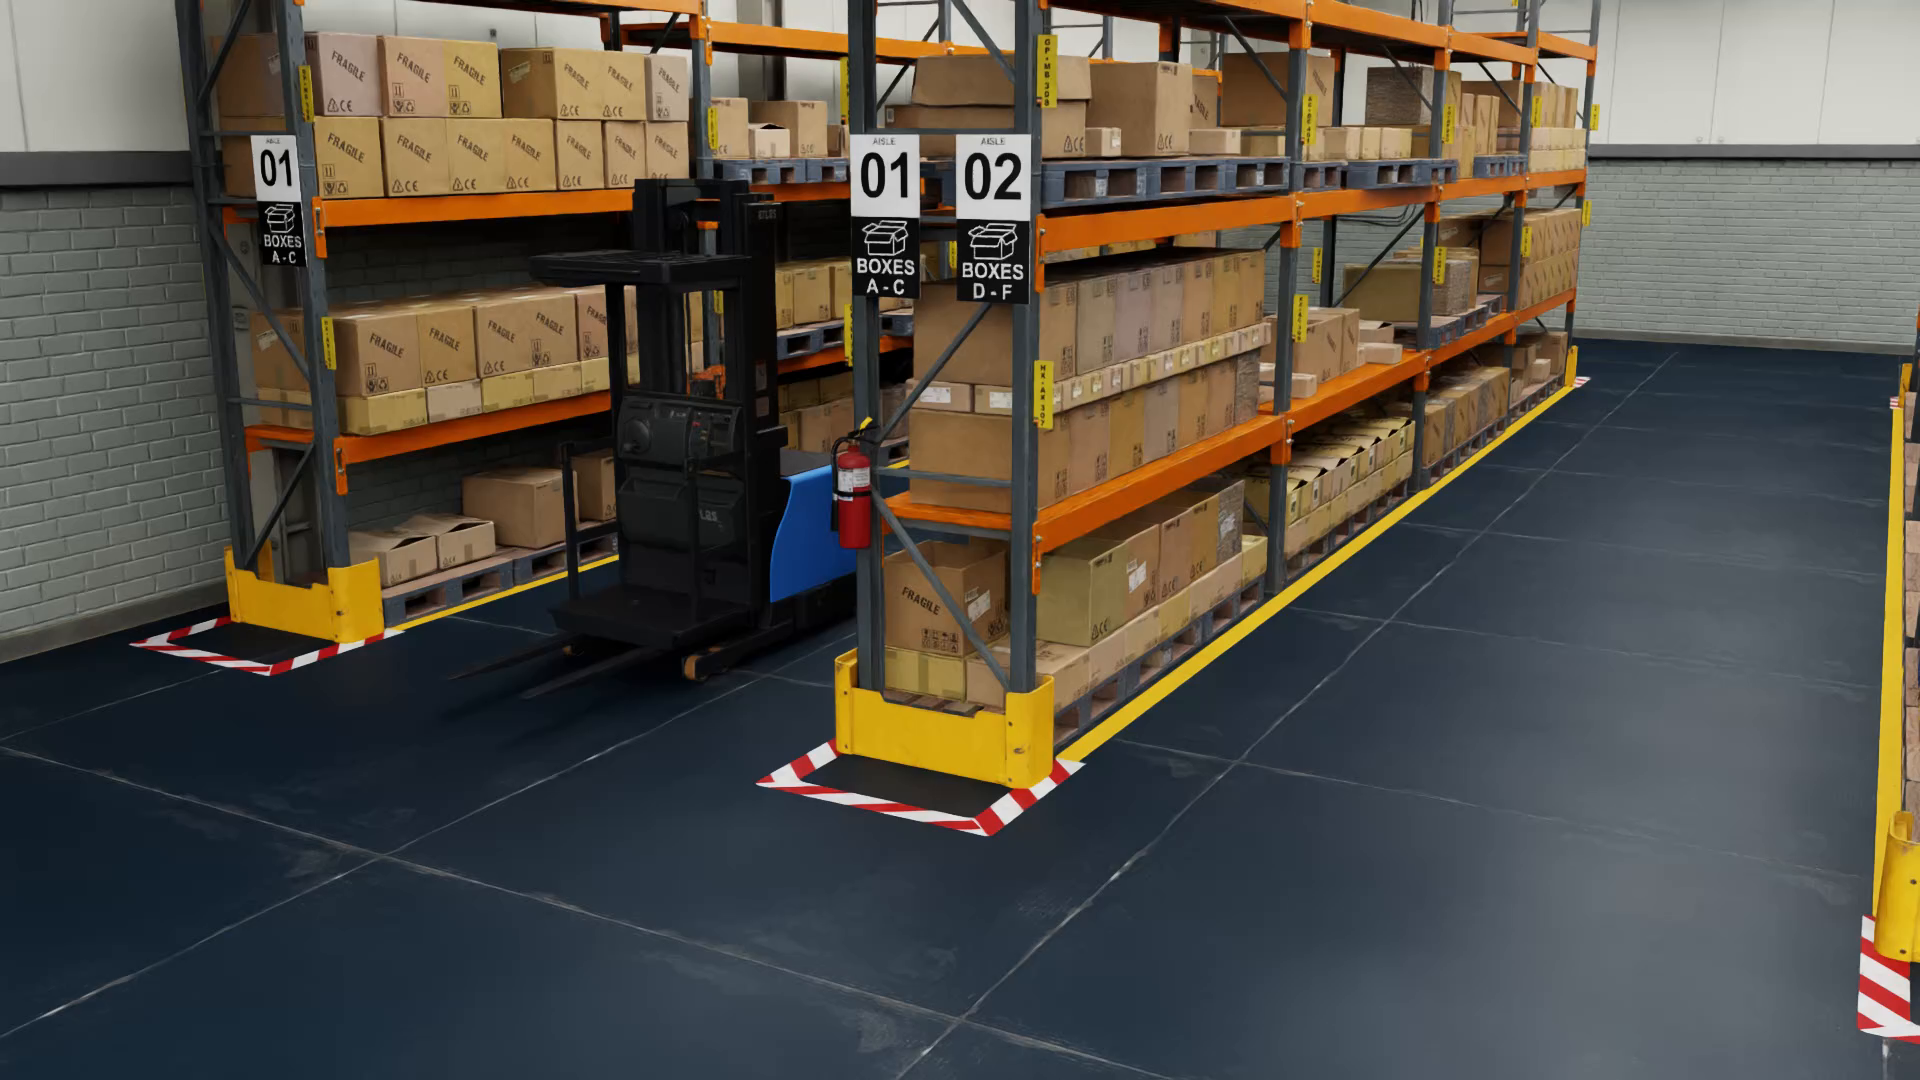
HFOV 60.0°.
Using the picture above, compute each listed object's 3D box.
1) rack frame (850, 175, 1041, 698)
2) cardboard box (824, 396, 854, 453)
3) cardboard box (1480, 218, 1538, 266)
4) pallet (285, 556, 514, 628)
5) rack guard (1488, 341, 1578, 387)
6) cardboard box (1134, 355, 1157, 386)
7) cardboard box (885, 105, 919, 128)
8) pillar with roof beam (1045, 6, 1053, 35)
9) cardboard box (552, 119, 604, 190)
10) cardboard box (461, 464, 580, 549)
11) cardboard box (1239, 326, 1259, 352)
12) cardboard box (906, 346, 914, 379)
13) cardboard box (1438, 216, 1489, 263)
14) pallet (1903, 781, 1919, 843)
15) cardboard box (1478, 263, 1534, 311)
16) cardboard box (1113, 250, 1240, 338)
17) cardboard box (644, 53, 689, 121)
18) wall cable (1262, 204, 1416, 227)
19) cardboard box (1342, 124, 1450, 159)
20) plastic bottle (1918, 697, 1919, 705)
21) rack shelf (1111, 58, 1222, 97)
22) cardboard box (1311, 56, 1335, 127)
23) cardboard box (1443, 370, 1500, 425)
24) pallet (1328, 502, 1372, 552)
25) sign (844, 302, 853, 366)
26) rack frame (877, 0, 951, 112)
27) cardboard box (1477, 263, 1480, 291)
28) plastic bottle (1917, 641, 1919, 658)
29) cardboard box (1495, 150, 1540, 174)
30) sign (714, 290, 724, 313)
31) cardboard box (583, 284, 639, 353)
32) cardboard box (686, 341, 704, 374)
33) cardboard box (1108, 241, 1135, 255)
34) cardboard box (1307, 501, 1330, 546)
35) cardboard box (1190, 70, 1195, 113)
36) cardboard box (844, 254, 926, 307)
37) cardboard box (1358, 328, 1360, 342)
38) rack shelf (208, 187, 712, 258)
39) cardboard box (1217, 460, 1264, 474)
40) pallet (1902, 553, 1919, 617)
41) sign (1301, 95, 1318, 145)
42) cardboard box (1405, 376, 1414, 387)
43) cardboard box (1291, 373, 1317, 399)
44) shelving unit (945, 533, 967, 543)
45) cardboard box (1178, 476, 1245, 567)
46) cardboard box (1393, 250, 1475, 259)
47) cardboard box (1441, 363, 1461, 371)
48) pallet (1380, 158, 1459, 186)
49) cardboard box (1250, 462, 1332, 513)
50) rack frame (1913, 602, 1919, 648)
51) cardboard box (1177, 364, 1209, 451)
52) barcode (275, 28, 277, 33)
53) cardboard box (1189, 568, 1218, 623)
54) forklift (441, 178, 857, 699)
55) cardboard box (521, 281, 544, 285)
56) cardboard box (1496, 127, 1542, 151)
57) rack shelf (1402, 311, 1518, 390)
[{"bbox_3d":[-0.080,-0.309,8.414,1.000,3.000,0.127,7,15,28],"label":"rack frame"},{"bbox_3d":[-1.419,-1.158,16.331,0.700,0.500,0.500,7,15,28],"label":"cardboard box"},{"bbox_3d":[6.195,-3.370,18.766,0.500,0.500,0.500,8,16,29],"label":"cardboard box"},{"bbox_3d":[-3.958,0.308,11.805,1.003,0.211,1.213,7,15,28],"label":"pallet"},{"bbox_3d":[7.618,-2.361,22.258,1.175,0.500,0.348,7,15,28],"label":"rack guard"},{"bbox_3d":[0.919,-0.993,9.656,0.380,0.149,0.250,7,15,27],"label":"cardboard box"},{"bbox_3d":[-0.371,-4.335,17.564,0.700,0.500,0.500,6,15,24],"label":"cardboard box"},{"bbox_3d":[4.733,-6.001,19.227,9.100,9.000,0.400,7,15,28],"label":"pillar with roof beam"},{"bbox_3d":[-3.003,-2.854,12.317,0.500,0.500,0.500,7,15,26],"label":"cardboard box"},{"bbox_3d":[-3.331,-0.261,12.612,0.700,0.500,0.500,6,15,25],"label":"cardboard box"},{"bbox_3d":[1.789,-1.363,11.188,0.380,0.149,0.250,7,15,27],"label":"cardboard box"},{"bbox_3d":[-0.080,-1.806,18.314,0.750,0.750,0.750,7,15,27],"label":"cardboard box"},{"bbox_3d":[5.739,-3.438,19.049,0.500,0.500,0.500,7,15,28],"label":"cardboard box"},{"bbox_3d":[4.647,1.422,7.185,1.003,0.211,1.213,7,15,28],"label":"pallet"},{"bbox_3d":[6.206,-2.893,18.920,0.500,0.500,0.500,8,16,30],"label":"cardboard box"},{"bbox_3d":[1.402,-1.613,10.843,0.700,0.500,0.500,7,15,28],"label":"cardboard box"},{"bbox_3d":[-2.489,-3.559,13.106,0.500,0.500,0.500,6,15,23],"label":"cardboard box"},{"bbox_3d":[6.364,-6.679,28.661,3.097,2.526,0.112,7,15,28],"label":"wall cable"},{"bbox_3d":[3.969,-3.550,15.246,0.910,0.500,0.500,7,15,28],"label":"cardboard box"},{"bbox_3d":[5.186,0.792,8.881,0.097,0.201,0.097,0,14,0],"label":"plastic bottle"},{"bbox_3d":[2.350,-6.114,22.081,1.077,0.370,4.000,7,15,28],"label":"rack shelf"},{"bbox_3d":[2.441,-3.325,12.349,0.500,0.500,0.500,9,16,33],"label":"cardboard box"},{"bbox_3d":[5.487,-1.535,17.896,0.500,0.500,0.500,7,15,28],"label":"cardboard box"},{"bbox_3d":[2.764,-0.181,13.832,1.003,0.211,1.213,7,15,28],"label":"pallet"},{"bbox_3d":[-0.548,-1.051,8.517,0.100,0.325,0.005,7,15,28],"label":"sign"},{"bbox_3d":[-0.551,-5.427,16.844,1.000,3.000,0.127,7,15,28],"label":"rack frame"},{"bbox_3d":[5.738,-2.951,19.160,0.500,0.500,0.500,8,16,29],"label":"cardboard box"},{"bbox_3d":[5.650,0.561,9.690,0.097,0.271,0.097,0,14,0],"label":"plastic bottle"},{"bbox_3d":[6.173,-4.228,18.589,0.500,0.250,0.500,7,15,28],"label":"cardboard box"},{"bbox_3d":[-2.006,-2.051,13.793,0.100,0.325,0.005,7,15,28],"label":"sign"},{"bbox_3d":[-2.679,-1.756,13.095,0.500,0.500,0.500,7,15,28],"label":"cardboard box"},{"bbox_3d":[-2.448,-1.495,13.612,0.500,0.250,0.500,7,15,28],"label":"cardboard box"},{"bbox_3d":[1.659,-3.586,21.369,0.980,0.700,0.700,8,16,29],"label":"cardboard box"},{"bbox_3d":[2.514,-0.156,12.752,0.500,0.250,0.500,8,16,29],"label":"cardboard box"},{"bbox_3d":[0.947,-2.586,10.046,0.797,0.503,0.637,9,16,34],"label":"cardboard box"},{"bbox_3d":[-0.769,-2.675,17.079,0.700,0.500,0.500,5,15,21],"label":"cardboard box"},{"bbox_3d":[3.185,-1.745,14.562,0.500,0.311,0.500,7,15,27],"label":"cardboard box"},{"bbox_3d":[-3.451,-2.388,12.173,1.077,0.370,4.000,7,15,28],"label":"rack shelf"},{"bbox_3d":[2.045,-0.492,12.950,0.500,0.311,0.500,8,16,30],"label":"cardboard box"},{"bbox_3d":[7.122,0.371,11.542,1.003,0.211,1.213,7,15,28],"label":"pallet"},{"bbox_3d":[2.340,-2.815,11.137,0.100,0.325,0.005,7,15,28],"label":"sign"},{"bbox_3d":[4.548,-1.754,17.204,0.500,0.250,0.500,7,15,27],"label":"cardboard box"},{"bbox_3d":[2.461,-1.166,12.505,0.380,0.149,0.250,7,15,28],"label":"cardboard box"},{"bbox_3d":[0.026,-0.521,13.456,0.215,1.050,0.252,7,15,28],"label":"shelving unit"},{"bbox_3d":[1.569,-0.140,11.086,0.500,0.500,0.500,7,15,28],"label":"cardboard box"},{"bbox_3d":[5.019,-2.803,17.652,0.700,0.500,0.500,10,17,37],"label":"cardboard box"},{"bbox_3d":[5.274,-1.698,18.570,0.500,0.500,0.500,7,15,26],"label":"cardboard box"},{"bbox_3d":[3.538,-3.167,14.273,1.213,0.211,1.003,8,16,31],"label":"pallet"},{"bbox_3d":[2.518,-0.428,12.683,0.500,0.311,0.500,7,15,27],"label":"cardboard box"},{"bbox_3d":[6.188,-0.567,9.487,1.000,3.000,0.127,7,15,28],"label":"rack frame"},{"bbox_3d":[1.149,-0.875,10.548,0.700,0.500,0.500,8,16,29],"label":"cardboard box"},{"bbox_3d":[-4.513,-3.356,11.027,0.001,0.075,0.075,7,15,28],"label":"barcode"},{"bbox_3d":[1.342,0.329,10.740,0.500,0.250,0.500,7,15,28],"label":"cardboard box"},{"bbox_3d":[-1.862,-0.694,10.160,1.130,2.935,3.031,8,16,30],"label":"forklift"},{"bbox_3d":[-3.148,-1.813,13.330,0.500,0.500,0.500,7,15,28],"label":"cardboard box"},{"bbox_3d":[6.174,-4.471,18.530,0.500,0.250,0.500,7,15,28],"label":"cardboard box"},{"bbox_3d":[4.754,-2.011,17.008,1.077,0.370,4.000,7,15,28],"label":"rack shelf"}]
